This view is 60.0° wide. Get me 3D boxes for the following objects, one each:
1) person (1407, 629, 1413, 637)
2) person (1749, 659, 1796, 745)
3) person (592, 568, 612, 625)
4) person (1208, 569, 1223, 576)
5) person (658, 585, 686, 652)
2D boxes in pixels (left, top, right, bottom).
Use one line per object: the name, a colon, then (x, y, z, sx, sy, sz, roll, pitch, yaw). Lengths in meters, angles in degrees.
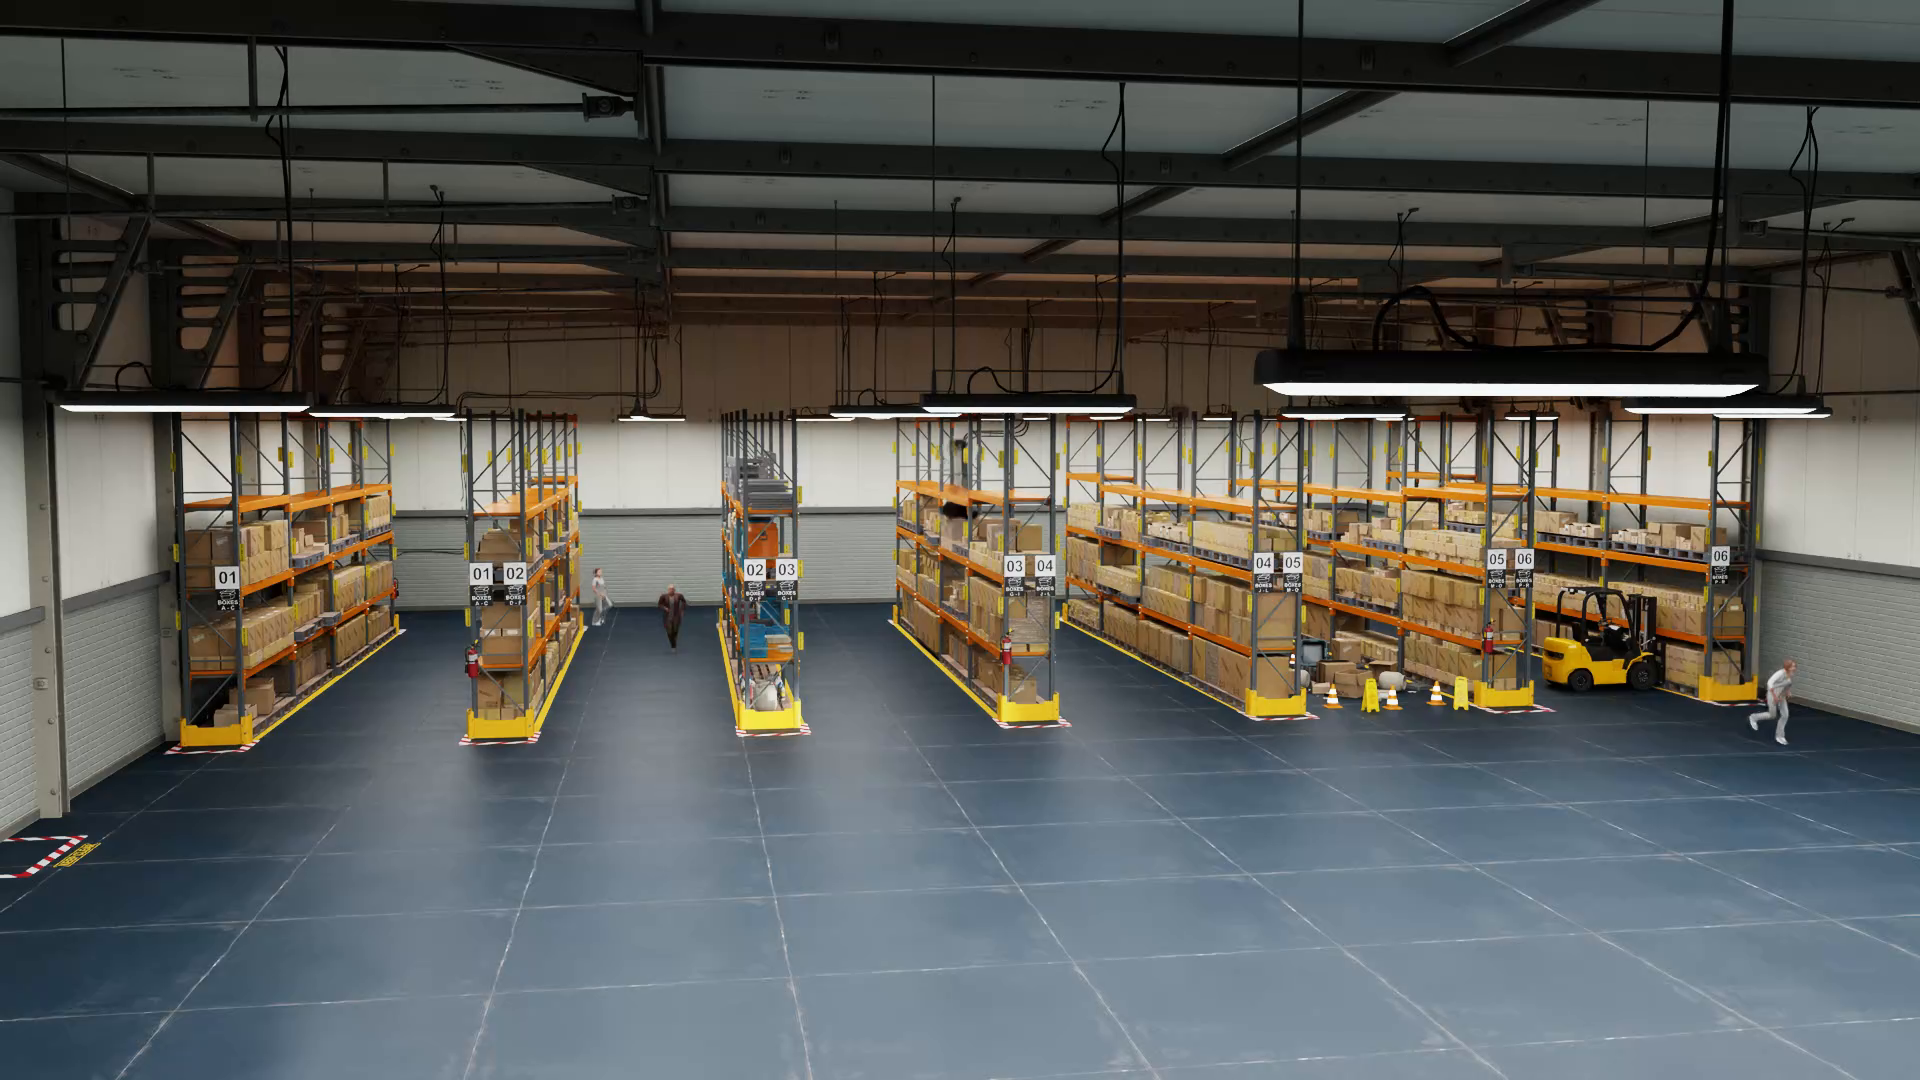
person: (11.355, 1.982, 41.279, 0.706, 1.736, 0.632, -1, 4, -8)
person: (14.696, 2.882, 30.074, 0.547, 1.547, 0.857, -3, 5, -32)
person: (-10.199, 1.610, 47.190, 0.589, 1.631, 0.585, 2, 4, 22)
person: (7.810, 1.306, 51.129, 0.559, 1.722, 0.703, -2, 4, -23)
person: (-7.228, 1.980, 41.767, 0.700, 1.713, 0.754, -1, 4, -8)
